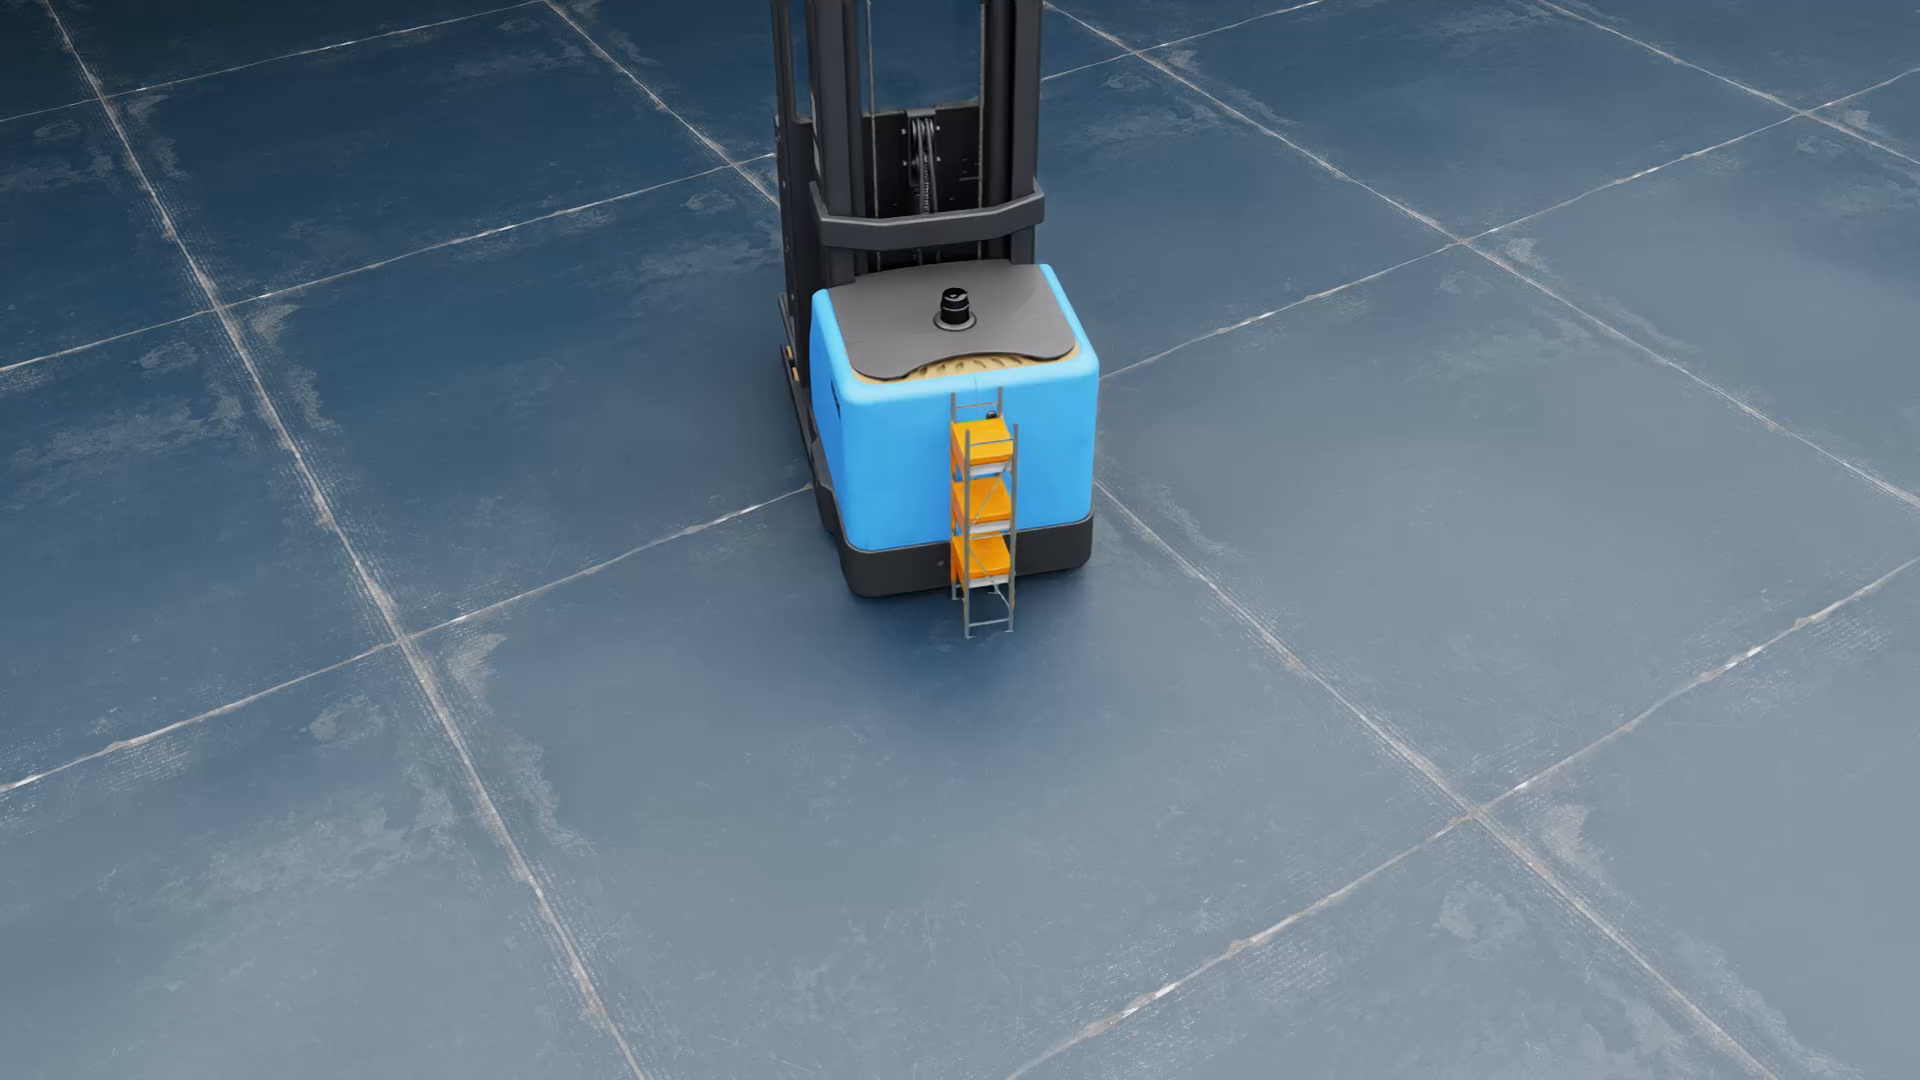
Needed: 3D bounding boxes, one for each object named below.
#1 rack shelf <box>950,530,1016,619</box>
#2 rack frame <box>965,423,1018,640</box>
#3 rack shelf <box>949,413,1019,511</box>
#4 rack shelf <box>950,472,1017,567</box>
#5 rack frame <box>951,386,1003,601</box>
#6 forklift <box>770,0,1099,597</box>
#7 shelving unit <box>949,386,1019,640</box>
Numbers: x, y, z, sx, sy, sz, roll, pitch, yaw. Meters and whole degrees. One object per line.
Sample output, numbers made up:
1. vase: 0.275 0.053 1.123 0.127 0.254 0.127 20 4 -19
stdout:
1. rack shelf: 0.090 0.132 6.722 0.215 0.259 0.240 -8 40 -10
2. rack frame: 0.117 -0.014 6.446 0.200 1.050 0.008 -8 40 -10
3. rack shelf: 0.090 -0.300 6.363 0.215 0.259 0.240 -8 40 -10
4. rack shelf: 0.090 -0.082 6.545 0.215 0.259 0.240 -8 40 -10
5. rack frame: 0.064 -0.166 6.629 0.200 1.050 0.008 -8 40 -10
6. forklift: -0.263 -1.841 7.170 1.130 2.935 3.031 -8 40 -10
7. shelving unit: 0.090 -0.090 6.538 0.215 1.050 0.252 -8 40 -10
